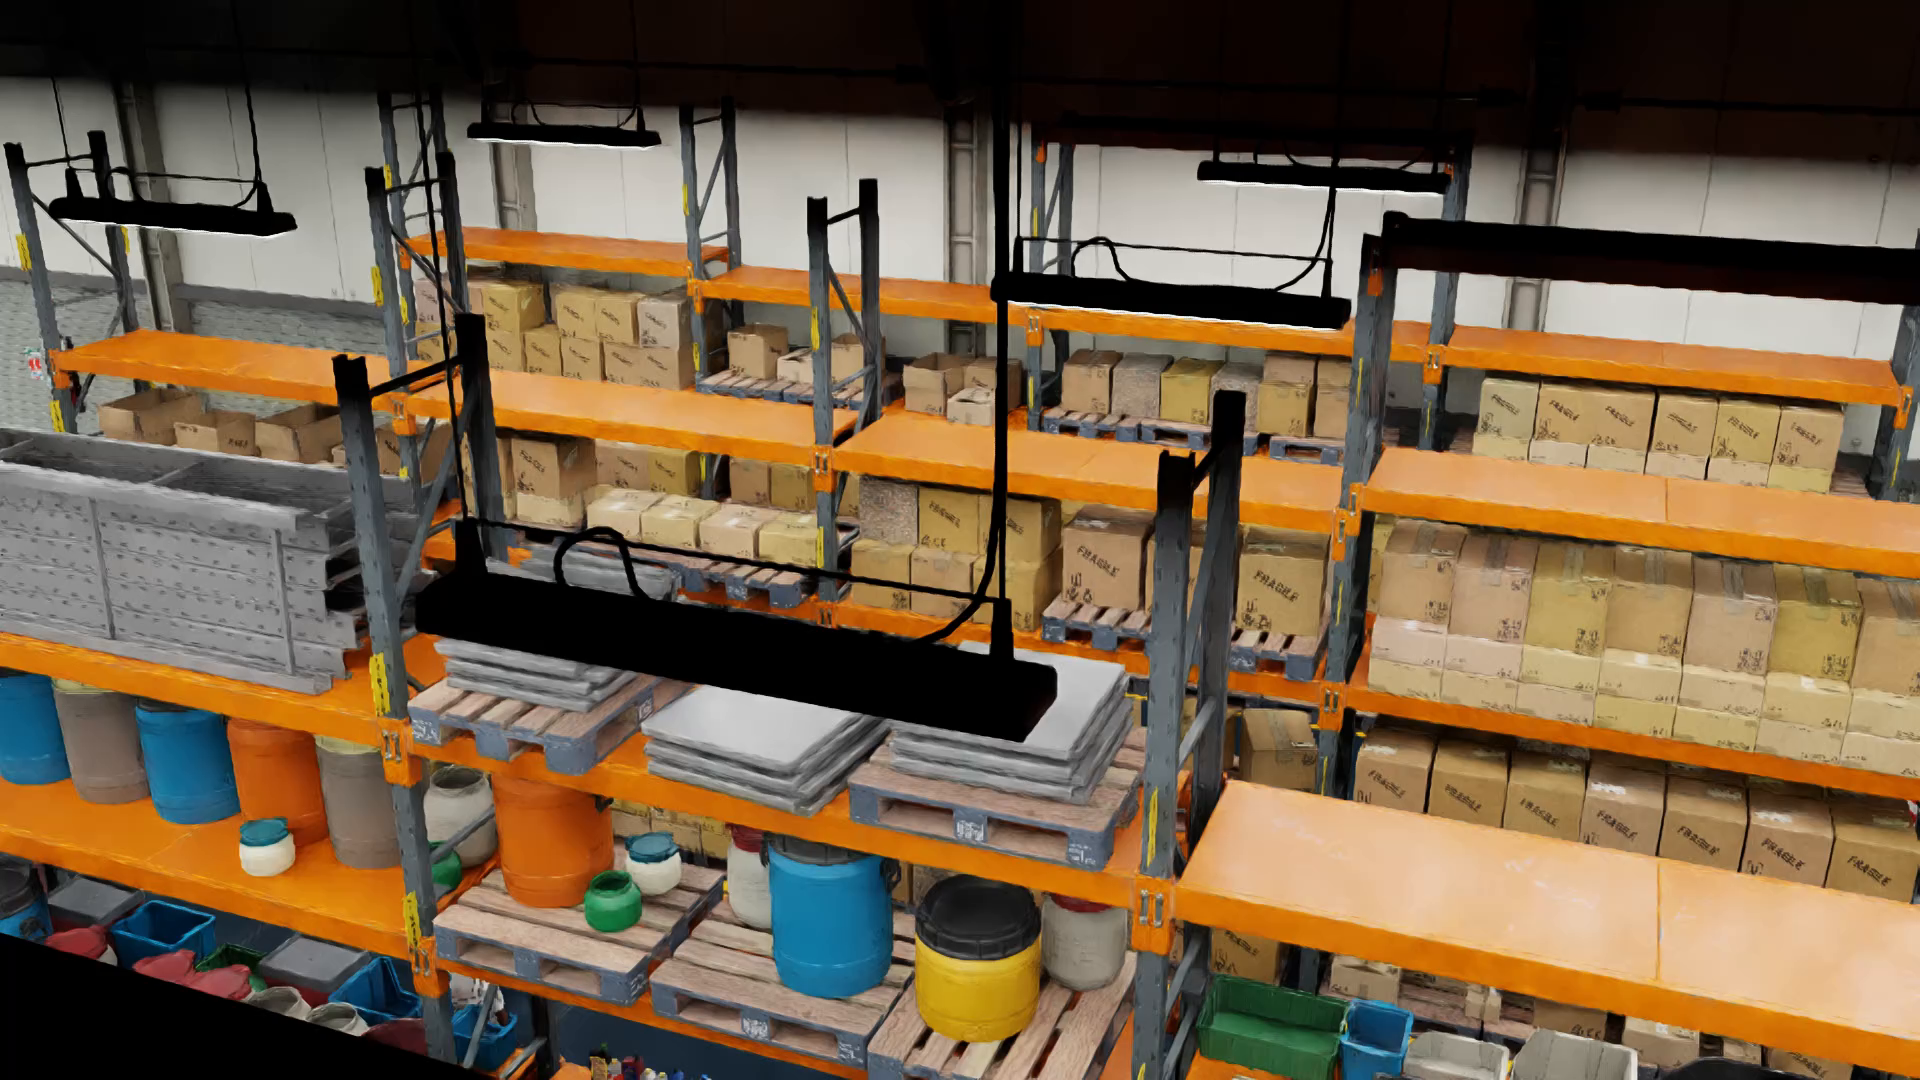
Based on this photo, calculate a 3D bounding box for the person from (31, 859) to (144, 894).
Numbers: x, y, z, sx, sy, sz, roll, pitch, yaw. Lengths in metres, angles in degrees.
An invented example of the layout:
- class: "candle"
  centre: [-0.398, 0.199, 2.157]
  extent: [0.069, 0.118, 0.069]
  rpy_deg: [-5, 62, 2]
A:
- class: "person"
  centre: [-7.456, 2.340, 13.965]
  extent: [0.817, 1.601, 0.621]
  rpy_deg: [2, 21, 5]

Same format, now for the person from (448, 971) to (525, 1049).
- class: "person"
  centre: [-3.241, 3.363, 11.223]
  extent: [0.670, 1.661, 0.641]
  rpy_deg: [1, 21, 2]
